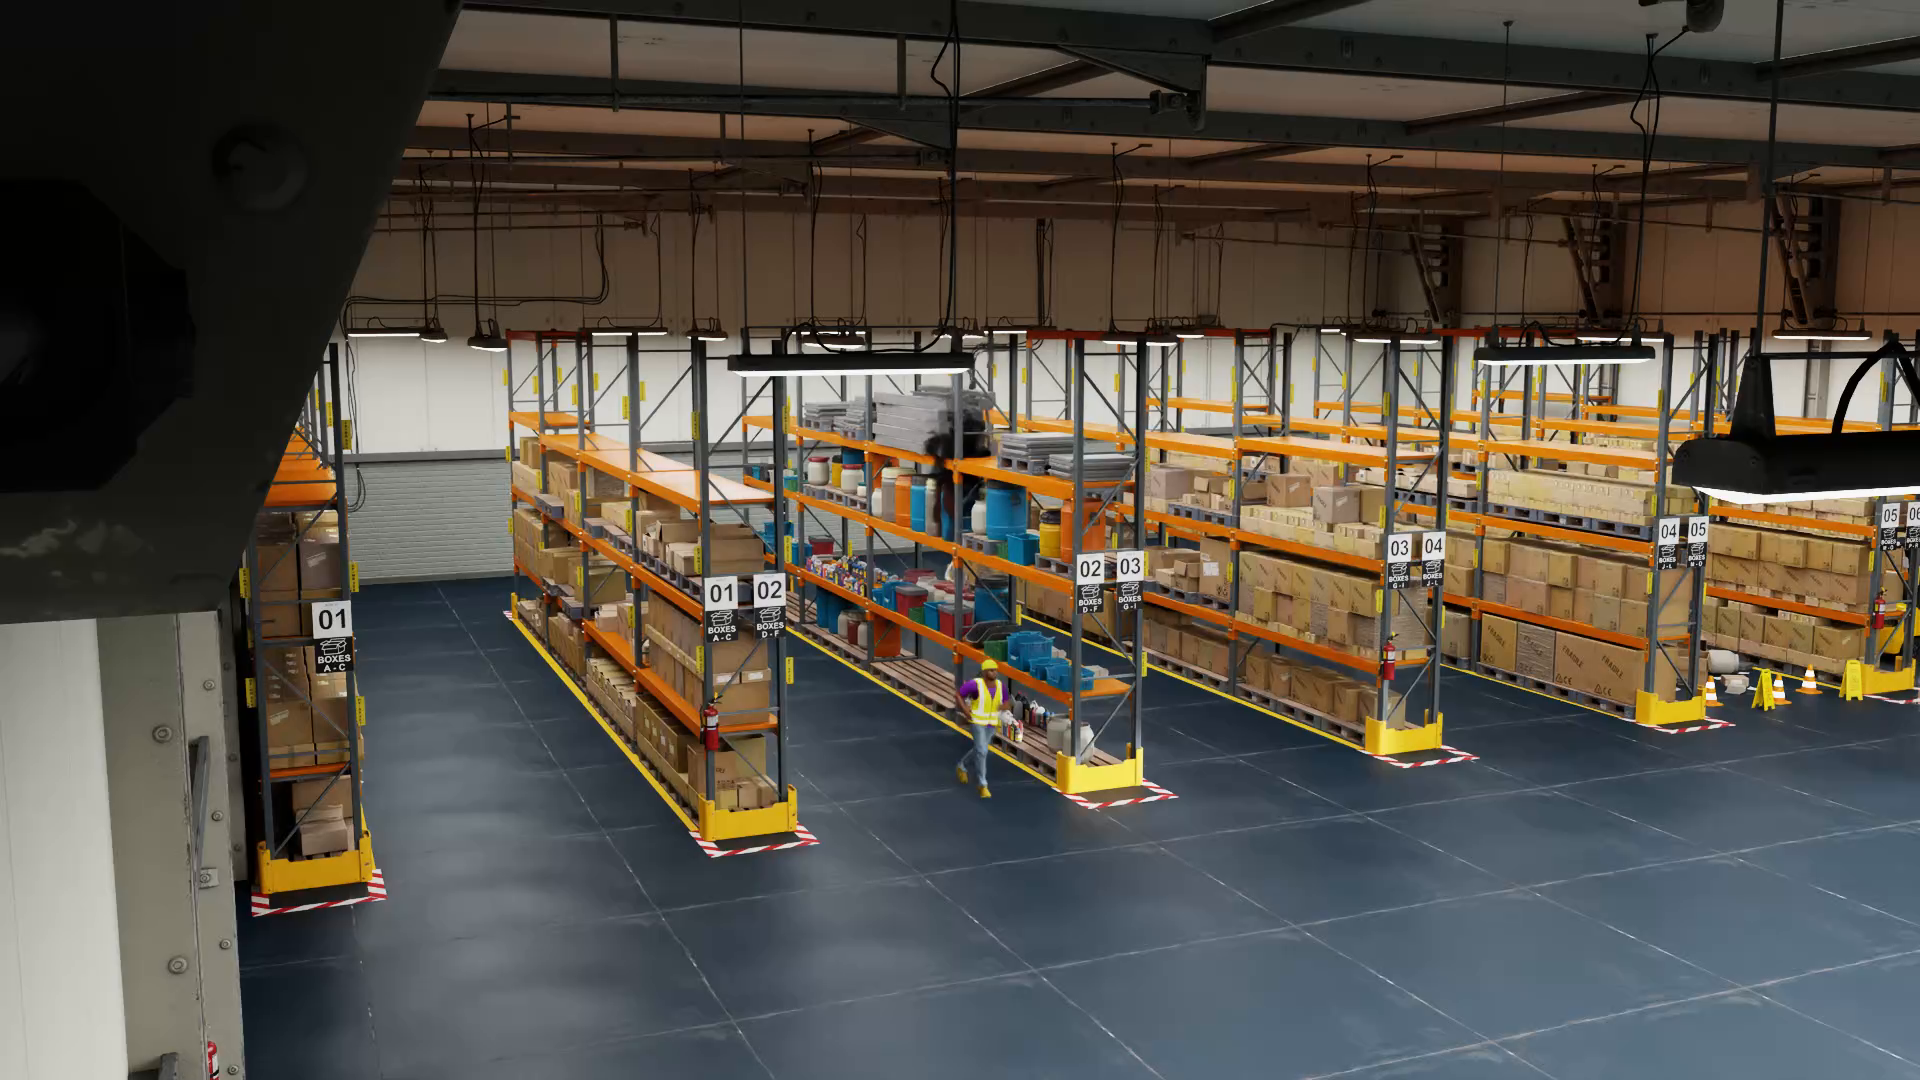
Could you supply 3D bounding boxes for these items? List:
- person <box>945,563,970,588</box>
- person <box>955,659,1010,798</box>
[{"bbox_3d":[-0.067,0.991,33.651,0.534,1.553,0.557,-5,9,-33],"label":"person"},{"bbox_3d":[0.325,2.470,22.208,0.715,1.801,0.879,-5,9,-34],"label":"person"}]
